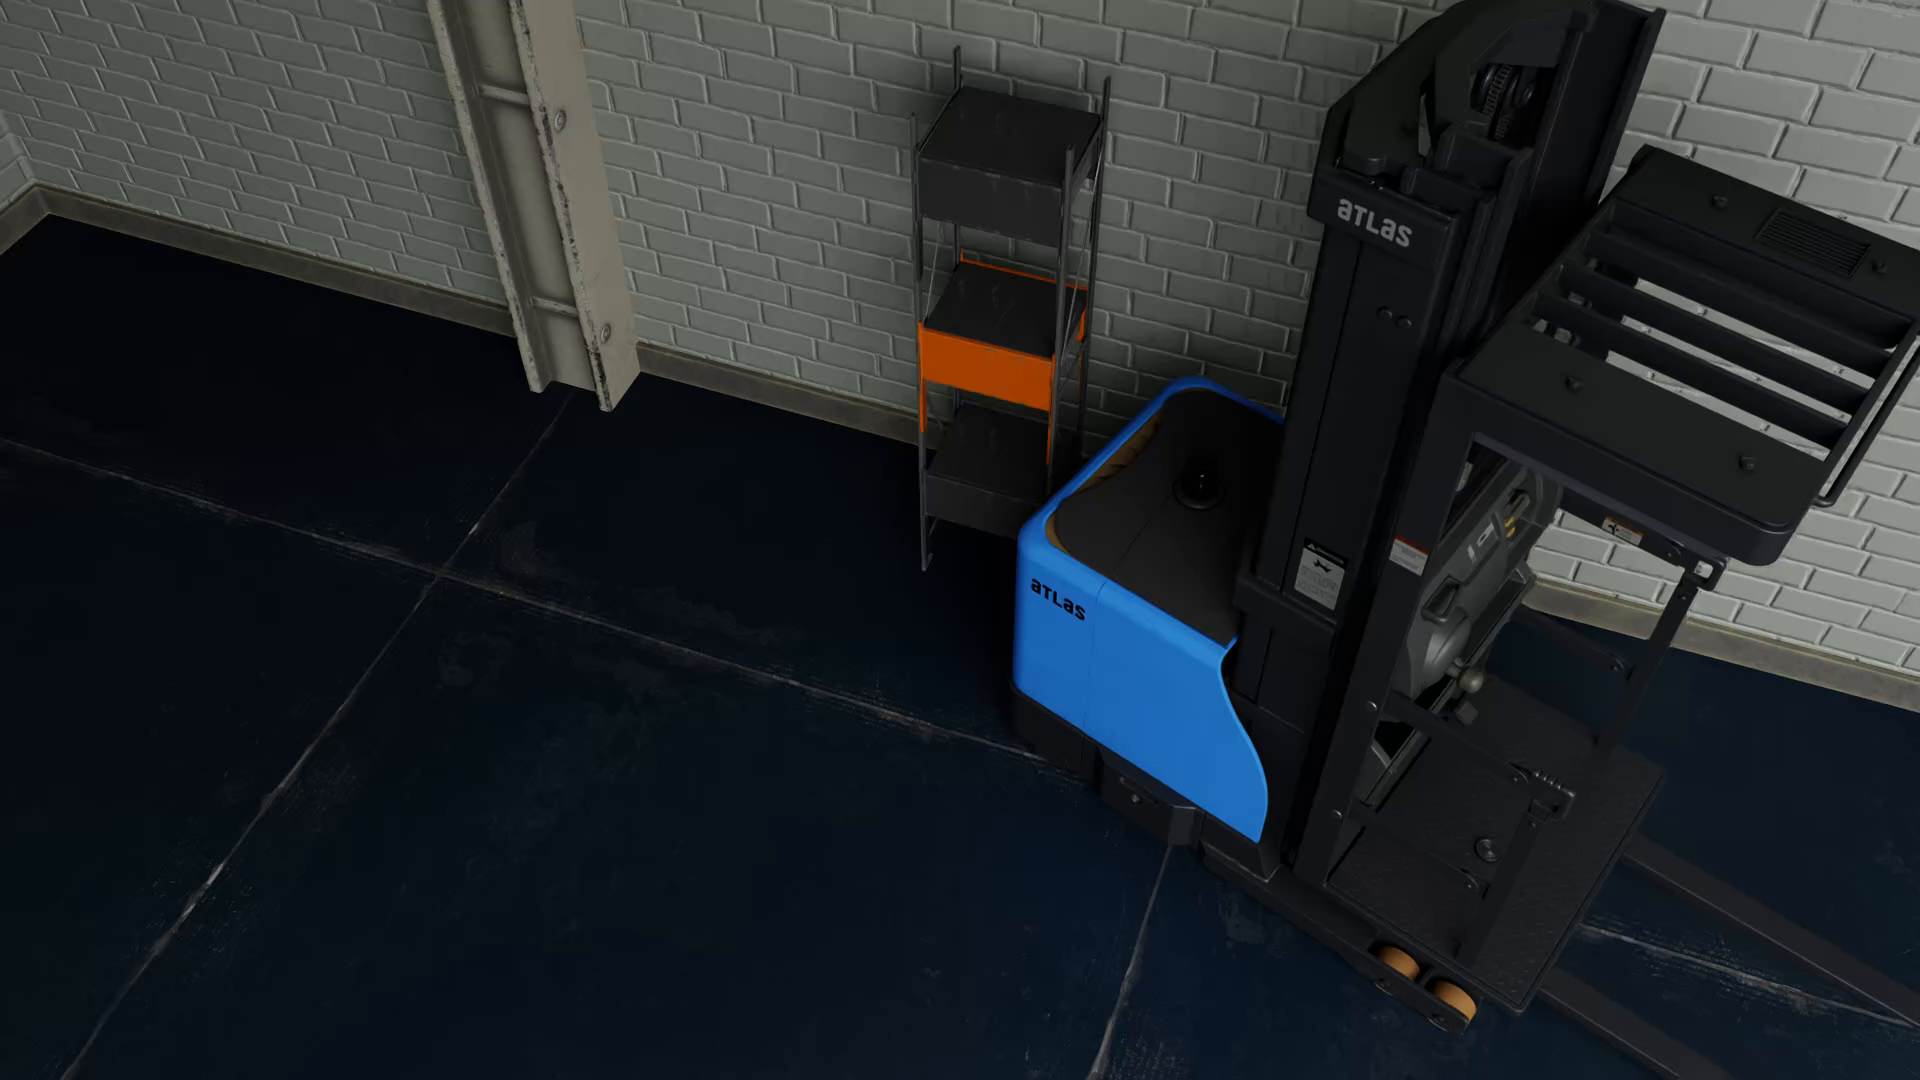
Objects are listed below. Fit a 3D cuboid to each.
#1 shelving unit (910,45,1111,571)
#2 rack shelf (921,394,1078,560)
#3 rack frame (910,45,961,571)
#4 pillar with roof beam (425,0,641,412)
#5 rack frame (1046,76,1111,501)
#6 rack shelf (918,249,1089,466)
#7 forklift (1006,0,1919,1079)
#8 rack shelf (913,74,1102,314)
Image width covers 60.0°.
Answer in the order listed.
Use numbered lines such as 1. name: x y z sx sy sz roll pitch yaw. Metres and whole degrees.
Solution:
1. shelving unit: 0.155 -0.644 5.786 0.503 2.100 0.431 16 51 13
2. rack shelf: 0.155 -0.177 6.325 0.480 0.518 0.431 16 51 13
3. rack frame: -0.074 -0.708 5.841 0.015 2.100 0.400 16 51 13
4. pillar with roof beam: -3.113 -0.601 1.183 0.400 9.000 9.100 16 51 13
5. rack frame: 0.384 -0.580 5.730 0.015 2.100 0.400 16 51 13
6. rack shelf: 0.155 -0.635 5.796 0.480 0.518 0.431 16 51 13
7. forklift: 1.631 0.135 4.560 3.031 2.935 1.130 31 56 24
8. rack shelf: 0.155 -1.094 5.267 0.480 0.518 0.431 16 51 13
